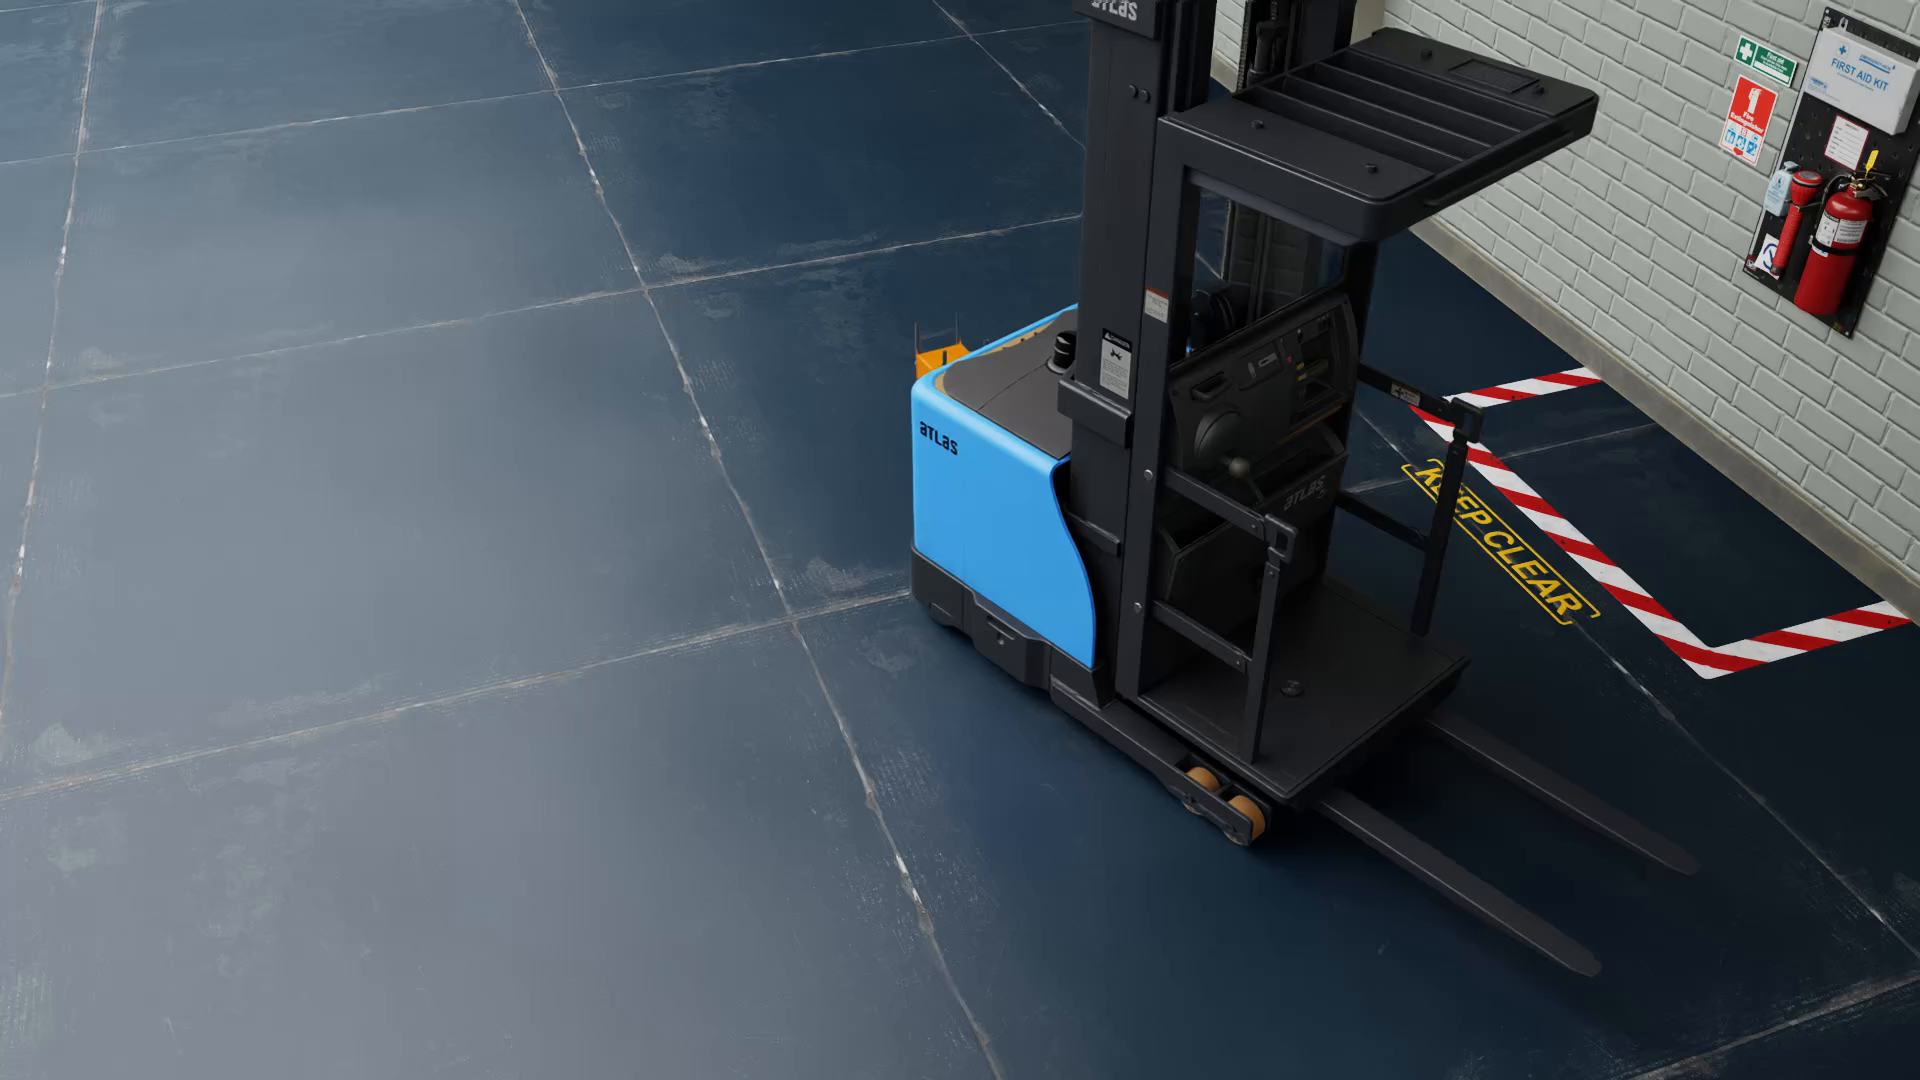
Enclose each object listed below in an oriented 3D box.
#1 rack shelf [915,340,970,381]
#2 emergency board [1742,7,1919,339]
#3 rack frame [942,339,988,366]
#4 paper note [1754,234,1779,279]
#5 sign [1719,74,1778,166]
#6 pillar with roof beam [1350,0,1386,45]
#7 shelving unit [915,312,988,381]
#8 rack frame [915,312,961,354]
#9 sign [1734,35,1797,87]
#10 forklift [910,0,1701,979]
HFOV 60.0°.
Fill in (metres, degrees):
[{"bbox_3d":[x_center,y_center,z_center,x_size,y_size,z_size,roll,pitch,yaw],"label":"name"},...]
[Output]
[{"bbox_3d":[-0.034,-0.627,6.755,0.215,0.259,0.240,-17,40,-21],"label":"rack shelf"},{"bbox_3d":[3.461,-1.447,6.678,0.194,1.169,0.643,-12,39,-16],"label":"emergency board"},{"bbox_3d":[0.021,-0.343,6.833,0.200,1.050,0.008,-17,40,-21],"label":"rack frame"},{"bbox_3d":[3.465,-1.209,7.095,0.016,0.148,0.142,-12,39,-16],"label":"paper note"},{"bbox_3d":[3.368,-1.795,7.110,0.001,0.329,0.234,-12,39,-16],"label":"sign"},{"bbox_3d":[-1.831,-4.937,6.326,9.100,9.000,0.400,-12,39,-16],"label":"pillar with roof beam"},{"bbox_3d":[-0.034,-0.408,6.920,0.215,1.050,0.252,-17,40,-21],"label":"shelving unit"},{"bbox_3d":[-0.089,-0.474,7.007,0.200,1.050,0.008,-17,40,-21],"label":"rack frame"},{"bbox_3d":[3.361,-2.002,6.945,0.001,0.109,0.331,-12,39,-16],"label":"sign"},{"bbox_3d":[1.165,-0.455,5.419,1.130,2.935,3.031,-29,46,-33],"label":"forklift"}]
